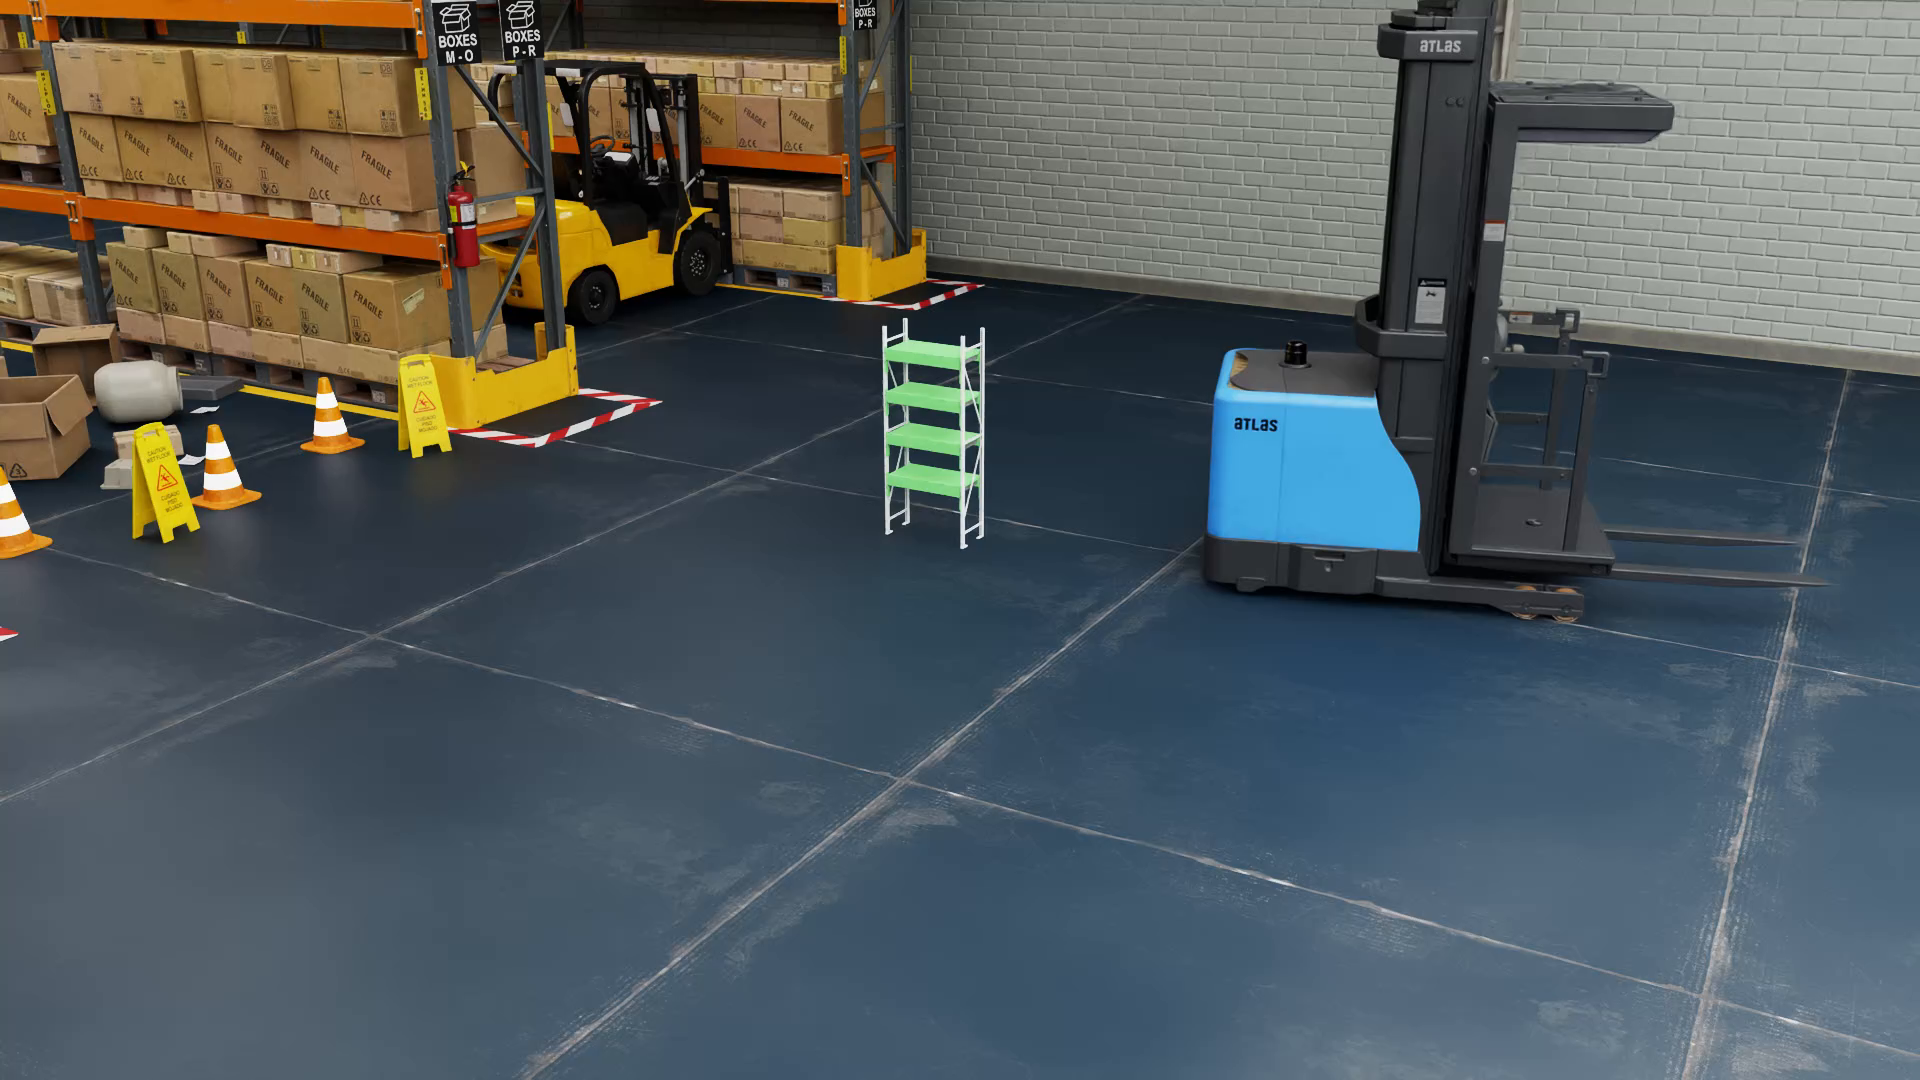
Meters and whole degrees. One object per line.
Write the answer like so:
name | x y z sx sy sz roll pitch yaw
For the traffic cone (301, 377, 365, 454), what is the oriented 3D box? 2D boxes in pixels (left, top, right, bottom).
traffic cone | -4.186 -0.848 11.023 0.334 0.463 0.336 11 23 27

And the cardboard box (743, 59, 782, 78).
cardboard box | -1.833 -4.450 15.701 0.250 0.149 0.380 11 23 28

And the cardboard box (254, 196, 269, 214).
cardboard box | -4.938 -2.493 12.207 0.250 0.149 0.380 11 23 27

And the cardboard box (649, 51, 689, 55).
cardboard box | -2.928 -4.859 16.826 0.250 0.149 0.380 10 22 26

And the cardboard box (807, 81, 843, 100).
cardboard box | -1.204 -4.157 15.329 0.250 0.149 0.380 11 23 28

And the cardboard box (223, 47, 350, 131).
cardboard box | -4.668 -3.170 11.656 0.500 0.500 0.700 10 22 27

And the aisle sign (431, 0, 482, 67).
aisle sign | -3.269 -3.478 10.742 0.004 0.787 0.394 11 23 27

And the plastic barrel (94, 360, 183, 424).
plastic barrel | -5.723 -1.034 11.596 0.512 0.421 0.421 -7 21 -20

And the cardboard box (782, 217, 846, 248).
cardboard box | -1.342 -2.959 15.806 0.500 0.250 0.500 10 22 27

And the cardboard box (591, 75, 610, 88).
cardboard box | -3.459 -4.576 16.483 0.250 0.149 0.380 11 23 28

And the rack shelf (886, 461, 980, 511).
rack shelf | -0.145 -0.306 9.340 0.480 0.148 0.258 11 23 27

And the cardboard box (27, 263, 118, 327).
cardboard box | -7.133 -2.066 13.901 0.625 0.372 0.950 11 23 28

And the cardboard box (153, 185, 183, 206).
cardboard box | -5.864 -2.639 12.609 0.250 0.149 0.380 12 23 29

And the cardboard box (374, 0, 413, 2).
cardboard box | -3.630 -3.621 10.917 0.250 0.149 0.380 11 23 28

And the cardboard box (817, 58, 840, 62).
cardboard box | -1.155 -4.505 15.851 0.250 0.149 0.380 12 23 29

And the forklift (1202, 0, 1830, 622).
forklift | 2.831 -1.168 8.287 3.031 2.935 1.130 4 20 11

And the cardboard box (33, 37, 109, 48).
cardboard box | -10.927 -5.924 20.535 0.500 0.500 0.700 11 23 29

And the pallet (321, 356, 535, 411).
pallet | -3.940 -1.200 12.364 1.213 0.211 1.003 11 23 27

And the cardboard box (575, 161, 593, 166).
cardboard box | -3.733 -3.847 17.521 0.500 0.250 0.500 11 23 28

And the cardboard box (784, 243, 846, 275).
cardboard box | -1.329 -2.720 15.881 0.500 0.250 0.500 11 23 28

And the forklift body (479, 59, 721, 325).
forklift body | -3.310 -3.204 15.044 1.214 2.155 2.313 11 23 27

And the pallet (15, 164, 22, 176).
pallet | -8.418 -3.276 14.278 1.213 0.211 1.003 11 23 27

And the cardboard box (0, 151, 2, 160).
cardboard box | -7.722 -3.182 13.490 0.250 0.149 0.380 10 22 26

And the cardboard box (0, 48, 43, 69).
cardboard box | -7.911 -4.040 13.955 0.250 0.149 0.380 12 23 30

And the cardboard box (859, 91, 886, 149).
cardboard box | -1.061 -4.043 15.965 0.500 0.500 0.500 12 23 29

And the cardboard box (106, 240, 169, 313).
cardboard box | -6.291 -2.097 13.063 0.500 0.500 0.500 12 23 30

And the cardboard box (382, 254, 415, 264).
cardboard box | -4.231 -1.916 12.565 0.500 0.500 0.500 10 22 25

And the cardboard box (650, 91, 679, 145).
cardboard box | -2.662 -4.136 16.222 0.500 0.500 0.500 11 23 28

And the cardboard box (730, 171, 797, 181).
cardboard box | -1.961 -3.510 16.594 0.500 0.250 0.500 11 22 27

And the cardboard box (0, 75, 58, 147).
cardboard box | -7.189 -3.411 13.170 0.500 0.500 0.500 10 22 26

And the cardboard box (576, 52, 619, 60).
cardboard box | -3.624 -4.790 16.638 0.250 0.149 0.380 10 22 26

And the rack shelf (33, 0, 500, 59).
rack shelf | -4.928 -3.757 11.980 4.000 0.370 1.077 11 23 27

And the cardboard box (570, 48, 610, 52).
cardboard box | -3.830 -5.025 17.284 0.250 0.149 0.380 11 23 27

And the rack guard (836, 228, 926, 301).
rack guard | -0.743 -2.652 15.942 0.348 0.500 1.175 11 23 27

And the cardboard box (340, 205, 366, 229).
cardboard box | -4.101 -2.291 11.651 0.250 0.149 0.380 10 22 26

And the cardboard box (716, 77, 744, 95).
cardboard box | -2.105 -4.327 15.797 0.250 0.149 0.380 10 22 26

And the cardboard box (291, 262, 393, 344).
cardboard box | -4.466 -1.751 12.111 0.500 0.500 0.500 12 23 29

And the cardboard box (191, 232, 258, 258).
cardboard box | -5.525 -2.234 12.491 0.250 0.149 0.380 12 23 30

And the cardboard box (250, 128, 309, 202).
cardboard box | -4.660 -2.717 11.872 0.500 0.500 0.500 11 23 27

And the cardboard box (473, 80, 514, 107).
cardboard box | -4.810 -4.666 17.317 0.500 0.250 0.500 10 22 26

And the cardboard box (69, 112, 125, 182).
cardboard box | -6.426 -3.048 12.787 0.500 0.500 0.500 11 23 27

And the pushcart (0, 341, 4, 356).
pushcart | -7.742 -1.098 11.839 0.936 0.377 1.648 3 20 9

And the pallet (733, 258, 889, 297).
pallet | -1.453 -2.635 16.319 1.213 0.211 1.003 11 23 27

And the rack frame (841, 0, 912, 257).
rack frame | -0.764 -3.831 15.527 0.127 3.000 1.000 11 23 27

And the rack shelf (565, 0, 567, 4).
rack shelf | -6.003 -5.901 17.889 4.000 0.370 1.077 11 23 27

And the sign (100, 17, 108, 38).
sign | -10.973 -6.537 21.288 0.005 0.325 0.100 11 23 27

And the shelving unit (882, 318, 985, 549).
shelving unit | -0.145 -0.592 9.236 0.503 1.200 0.258 11 23 27

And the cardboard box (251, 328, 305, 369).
cardboard box | -4.927 -1.486 12.478 0.500 0.250 0.500 10 22 25

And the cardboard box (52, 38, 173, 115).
cardboard box | -6.396 -3.537 12.668 0.500 0.500 0.700 11 22 27

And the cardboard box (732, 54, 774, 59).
cardboard box | -2.035 -4.690 16.362 0.250 0.149 0.380 10 22 26

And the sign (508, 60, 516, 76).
sign | -4.513 -4.840 16.727 0.005 0.325 0.100 11 23 27

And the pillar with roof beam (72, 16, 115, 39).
pillar with roof beam | -13.508 -7.749 17.532 0.400 9.000 9.100 11 23 27

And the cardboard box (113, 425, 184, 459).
cardboard box | -5.311 -0.629 10.881 0.380 0.149 0.250 -11 23 -29

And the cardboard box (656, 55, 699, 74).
cardboard box | -2.733 -4.620 16.168 0.250 0.149 0.380 11 23 28
